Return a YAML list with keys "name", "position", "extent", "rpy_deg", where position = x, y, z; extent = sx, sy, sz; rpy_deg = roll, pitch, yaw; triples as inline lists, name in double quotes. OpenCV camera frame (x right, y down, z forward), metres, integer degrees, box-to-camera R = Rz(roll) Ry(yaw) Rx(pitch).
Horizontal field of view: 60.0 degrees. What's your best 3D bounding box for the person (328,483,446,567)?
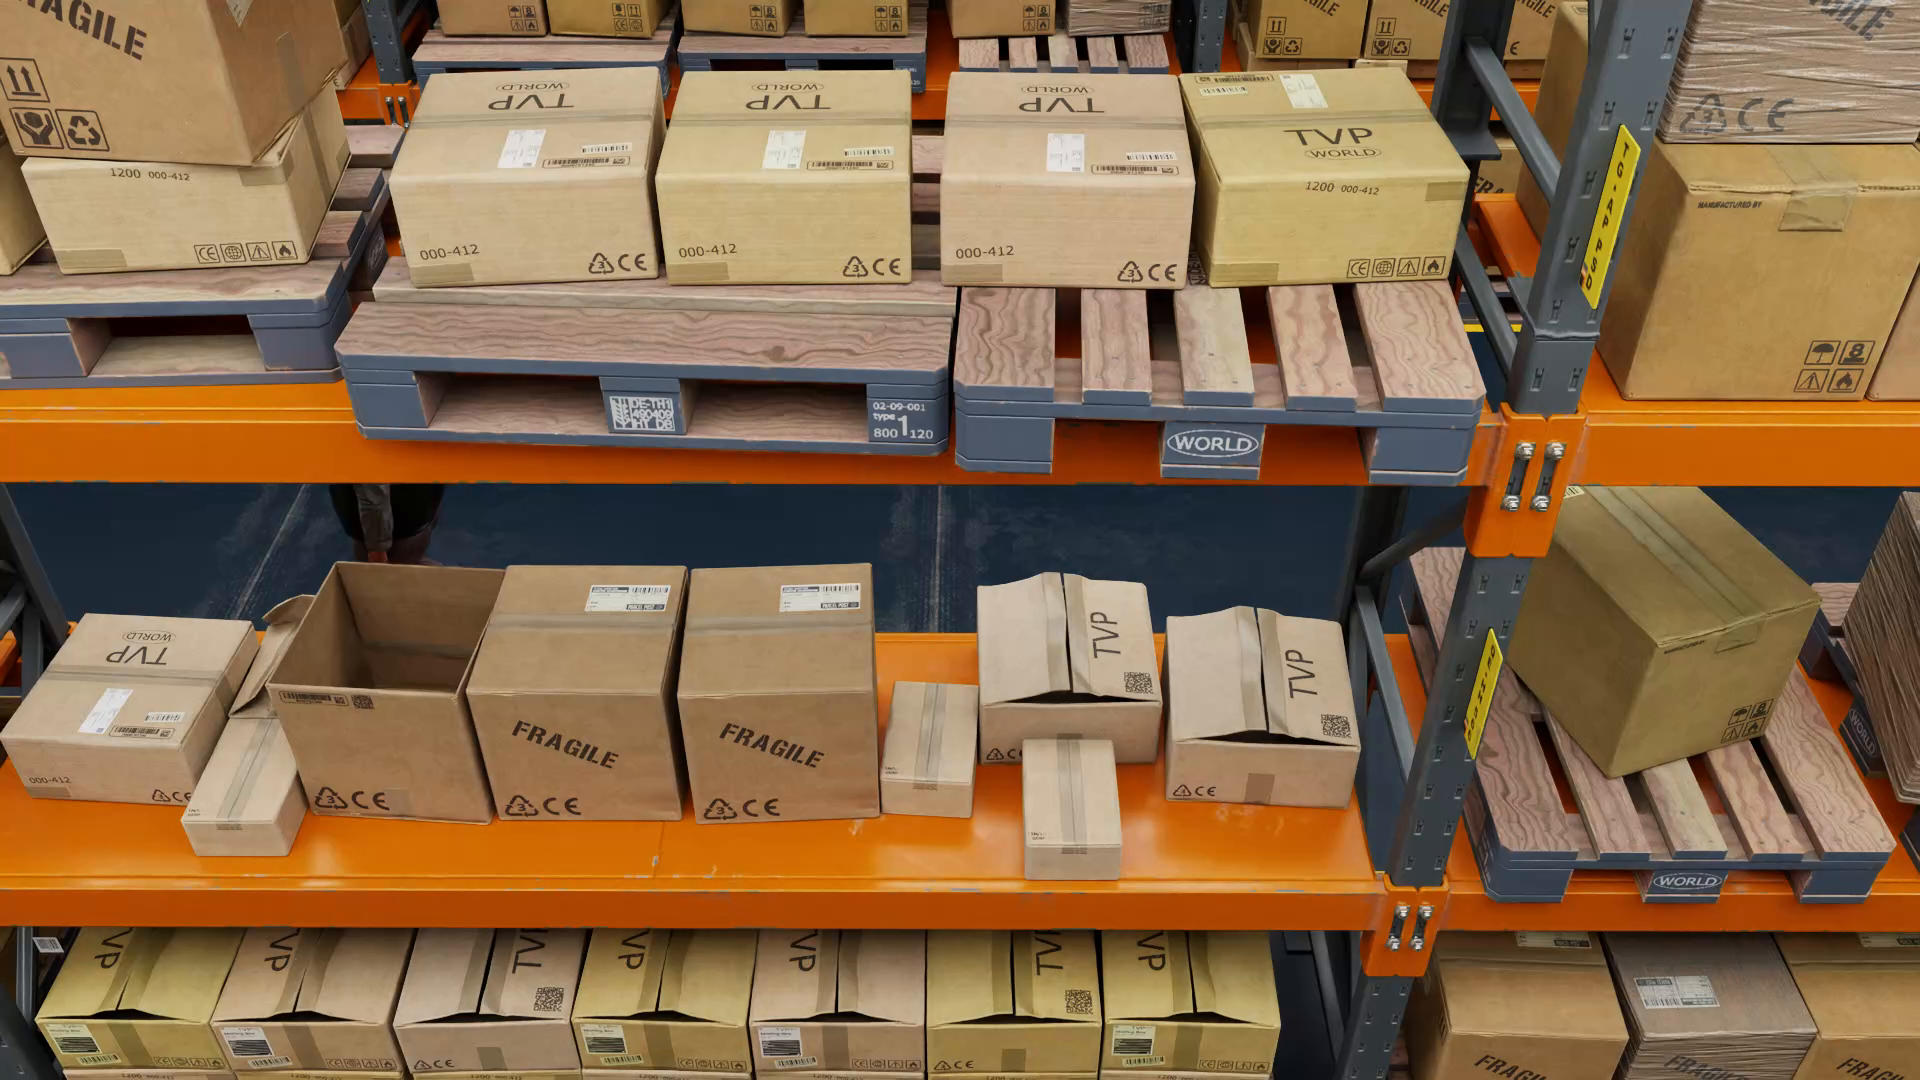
- name: "person"
  position: [-2.093, -0.092, 6.257]
  extent: [0.556, 1.710, 0.536]
  rpy_deg: [1, 39, 1]
